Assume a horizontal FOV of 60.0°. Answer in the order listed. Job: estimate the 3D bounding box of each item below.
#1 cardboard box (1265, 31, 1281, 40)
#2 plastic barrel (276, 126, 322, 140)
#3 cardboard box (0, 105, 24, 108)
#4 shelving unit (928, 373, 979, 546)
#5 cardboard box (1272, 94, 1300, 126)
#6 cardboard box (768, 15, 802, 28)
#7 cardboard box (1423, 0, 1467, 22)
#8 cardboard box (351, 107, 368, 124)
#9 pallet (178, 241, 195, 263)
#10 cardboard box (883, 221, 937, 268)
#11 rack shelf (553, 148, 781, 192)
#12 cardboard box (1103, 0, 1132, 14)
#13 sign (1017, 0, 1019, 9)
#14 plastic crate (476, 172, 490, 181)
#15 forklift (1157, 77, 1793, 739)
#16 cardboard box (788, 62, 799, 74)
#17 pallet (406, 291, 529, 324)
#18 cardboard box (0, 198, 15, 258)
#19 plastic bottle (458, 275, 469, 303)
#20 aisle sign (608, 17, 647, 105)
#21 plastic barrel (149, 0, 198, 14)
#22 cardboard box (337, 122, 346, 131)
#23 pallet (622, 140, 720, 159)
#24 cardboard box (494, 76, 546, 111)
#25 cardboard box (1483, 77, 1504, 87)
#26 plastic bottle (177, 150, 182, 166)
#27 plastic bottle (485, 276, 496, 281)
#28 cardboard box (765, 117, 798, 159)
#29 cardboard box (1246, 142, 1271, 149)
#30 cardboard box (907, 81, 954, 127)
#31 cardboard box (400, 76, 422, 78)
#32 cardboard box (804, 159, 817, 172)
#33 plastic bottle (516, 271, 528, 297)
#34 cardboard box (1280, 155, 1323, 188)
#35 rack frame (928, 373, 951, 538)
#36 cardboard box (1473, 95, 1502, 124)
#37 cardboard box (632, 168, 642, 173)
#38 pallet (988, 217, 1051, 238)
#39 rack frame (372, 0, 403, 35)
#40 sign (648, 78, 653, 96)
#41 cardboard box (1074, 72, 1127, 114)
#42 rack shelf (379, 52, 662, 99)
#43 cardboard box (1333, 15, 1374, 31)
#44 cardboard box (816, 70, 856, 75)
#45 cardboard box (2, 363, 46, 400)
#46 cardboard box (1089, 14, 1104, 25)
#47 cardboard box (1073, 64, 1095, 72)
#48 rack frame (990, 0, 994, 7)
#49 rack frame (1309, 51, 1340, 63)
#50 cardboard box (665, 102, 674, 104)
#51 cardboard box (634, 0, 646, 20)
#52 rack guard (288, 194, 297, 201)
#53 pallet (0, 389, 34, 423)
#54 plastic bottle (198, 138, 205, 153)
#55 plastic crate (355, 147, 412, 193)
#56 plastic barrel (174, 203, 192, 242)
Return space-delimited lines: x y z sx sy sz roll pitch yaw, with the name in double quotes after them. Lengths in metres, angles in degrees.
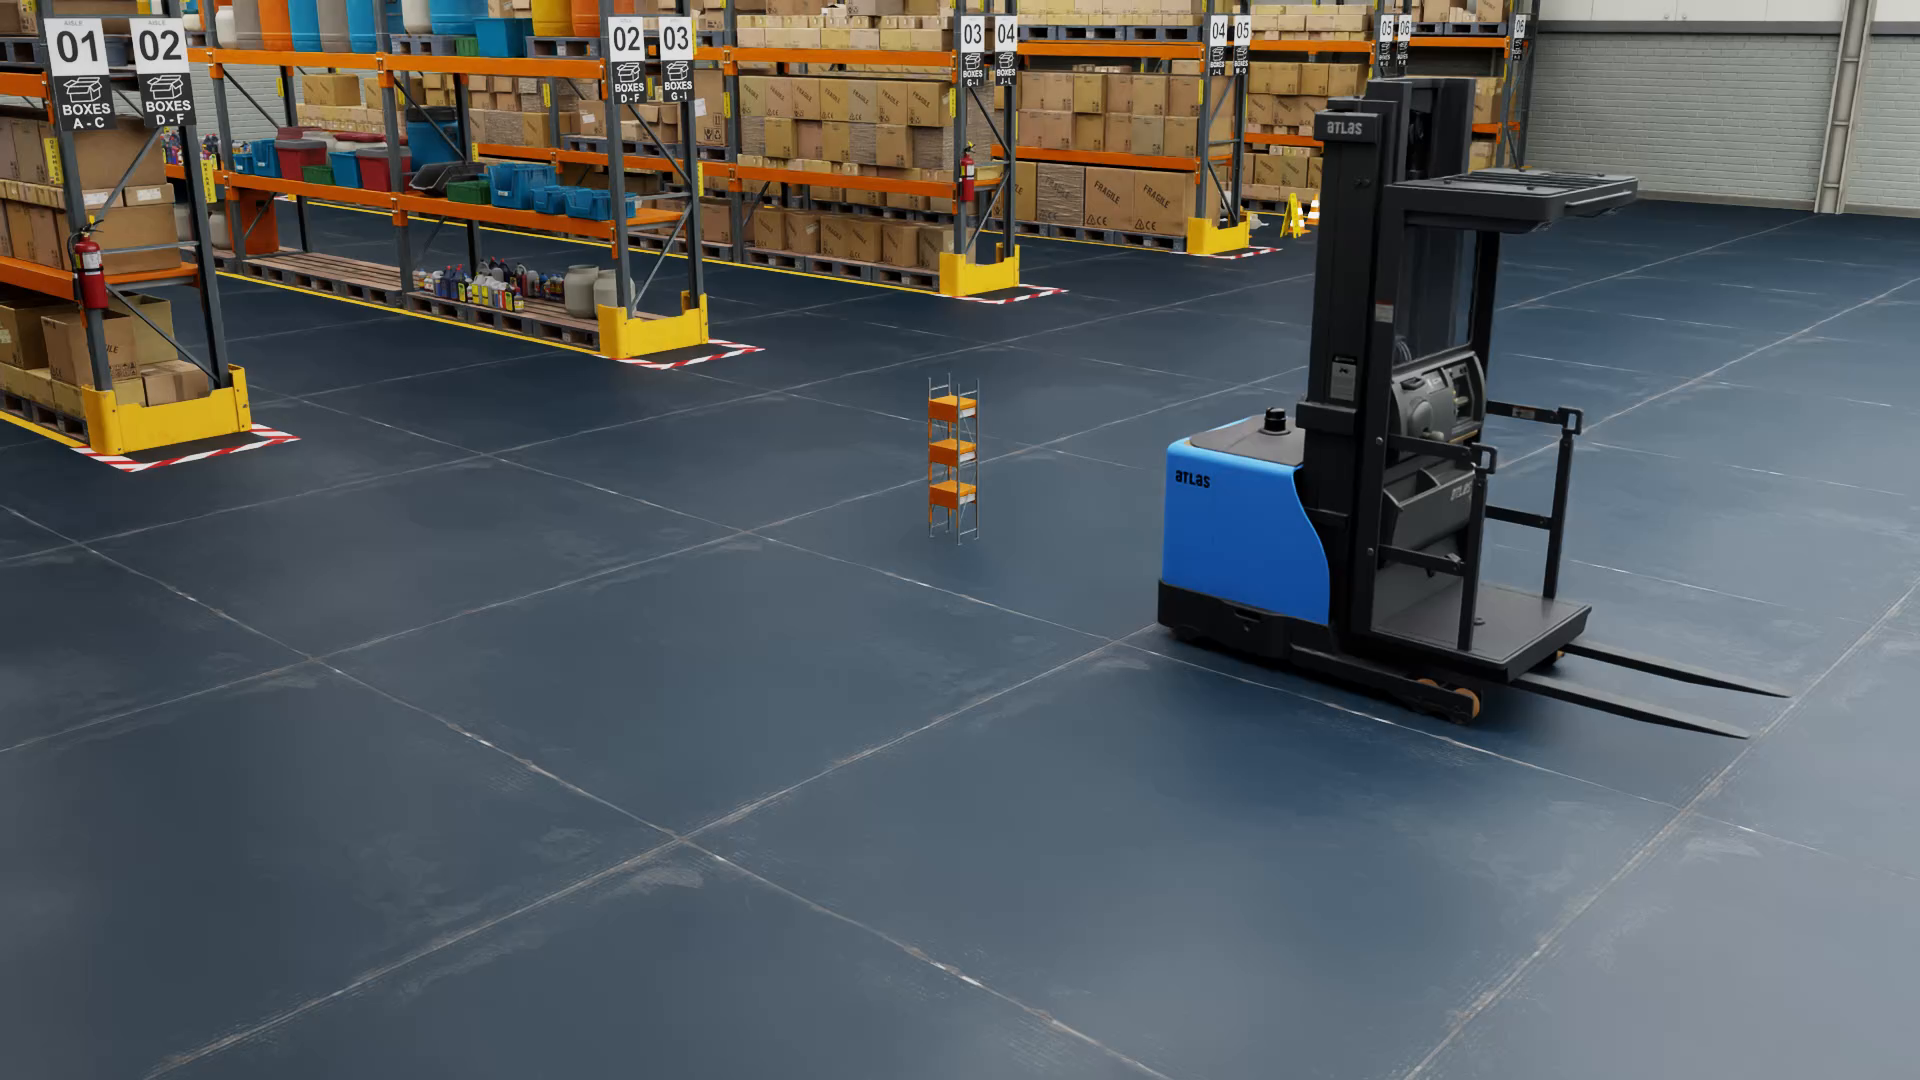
5.247 -8.339 27.476 0.250 0.149 0.380 15 23 39 "cardboard box"
-8.423 -5.006 21.293 0.708 0.536 0.600 15 23 39 "plastic barrel"
-8.555 -3.520 14.525 0.500 0.500 0.700 15 23 39 "cardboard box"
-0.040 -0.511 10.578 0.252 1.050 0.215 15 23 39 "shelving unit"
5.546 -7.161 27.651 0.500 0.500 0.500 15 23 39 "cardboard box"
-2.220 -6.599 21.167 0.250 0.149 0.380 15 23 40 "cardboard box"
8.977 -9.833 30.744 0.500 0.500 0.700 15 23 40 "cardboard box"
-9.951 -7.195 28.171 0.500 0.250 0.500 16 23 40 "cardboard box"
-10.497 -4.030 23.054 1.213 0.211 1.003 15 23 39 "pallet"
-0.626 -3.730 20.936 0.500 0.500 0.500 -11 21 -31 "cardboard box"
-4.188 -5.342 23.765 4.000 0.370 1.077 15 23 39 "rack shelf"
2.368 -7.566 23.523 0.500 0.250 0.500 15 23 39 "cardboard box"
0.660 -6.449 19.661 0.005 0.325 0.100 15 23 39 "sign"
-4.972 -3.931 18.376 0.616 0.251 0.499 15 23 39 "plastic crate"
2.515 -0.699 8.060 3.031 2.935 1.130 15 23 39 "forklift"
-3.395 -9.892 35.095 0.500 0.500 0.500 15 23 40 "cardboard box"
-5.505 -2.689 18.827 1.213 0.211 1.003 15 23 39 "pallet"
-7.779 -2.694 14.067 0.500 0.500 0.700 16 24 41 "cardboard box"
-5.414 -2.741 18.144 0.133 0.283 0.061 16 24 42 "plastic bottle"
-3.131 -4.517 15.679 0.004 0.787 0.394 15 23 39 "aisle sign"
-10.585 -7.329 22.358 0.708 0.901 0.600 15 23 39 "plastic barrel"
-10.469 -7.118 28.589 0.250 0.149 0.380 14 23 38 "cardboard box"
-4.176 -5.607 23.727 1.213 0.211 1.003 15 23 39 "pallet"
-6.705 -6.894 25.643 0.637 0.503 0.797 16 23 40 "cardboard box"
9.762 -8.369 30.384 0.250 0.149 0.380 15 23 39 "cardboard box"
-10.314 -5.066 22.036 0.097 0.201 0.097 0 18 0 "plastic bottle"
-5.113 -2.733 18.132 0.135 0.276 0.152 15 23 39 "plastic bottle"
-2.046 -5.260 21.661 0.500 0.500 0.875 15 23 39 "cardboard box"
6.205 -7.977 34.111 0.625 0.625 0.875 15 23 39 "cardboard box"
-0.276 -5.200 19.821 0.500 0.500 0.500 15 23 39 "cardboard box"
-9.227 -7.572 28.119 0.500 0.500 0.500 15 23 39 "cardboard box"
-1.780 -4.807 21.305 0.250 0.149 0.380 15 23 39 "cardboard box"
-4.873 -2.852 18.495 0.133 0.283 0.061 15 23 39 "plastic bottle"
5.713 -6.175 27.813 0.500 0.500 0.500 16 24 41 "cardboard box"
-0.131 -0.536 10.655 0.008 1.050 0.200 15 23 39 "rack frame"
9.627 -7.933 30.575 0.500 0.500 0.500 14 23 38 "cardboard box"
-5.965 -7.017 31.382 0.250 0.149 0.380 14 22 37 "cardboard box"
1.193 -4.885 25.748 1.213 0.211 1.003 15 23 39 "pallet"
-5.980 -7.022 17.953 0.127 3.000 1.000 15 23 39 "rack frame"
-5.662 -8.280 30.402 0.005 0.325 0.100 15 23 39 "sign"
2.132 -6.561 24.385 0.500 0.550 0.875 15 23 39 "cardboard box"
-4.484 -4.848 17.250 4.000 0.370 1.077 15 23 39 "rack shelf"
6.316 -8.264 26.581 0.500 0.250 0.500 15 23 39 "cardboard box"
-1.987 -7.620 27.936 0.500 0.500 0.700 15 23 39 "cardboard box"
-7.633 -1.367 13.904 0.500 0.250 0.500 15 23 39 "cardboard box"
2.054 -7.436 23.772 0.250 0.149 0.380 15 23 40 "cardboard box"
2.305 -8.762 30.931 0.250 0.149 0.380 14 22 37 "cardboard box"
0.894 -11.188 31.079 0.127 3.000 1.000 15 23 39 "rack frame"
7.178 -8.649 32.997 0.127 3.000 1.000 15 23 39 "rack frame"
-5.123 -7.979 30.114 0.250 0.149 0.380 14 23 38 "cardboard box"
-4.745 -7.447 23.260 0.500 0.500 0.500 14 22 38 "cardboard box"
-11.685 -6.506 30.376 0.348 0.500 1.175 15 23 39 "rack guard"
-7.787 -1.299 14.448 1.213 0.211 1.003 15 23 39 "pallet"
-10.529 -5.455 23.139 0.135 0.276 0.152 15 23 39 "plastic bottle"
-6.545 -4.221 18.939 0.583 0.464 0.402 15 23 39 "plastic crate"
-10.675 -4.394 23.009 0.421 0.512 0.421 0 18 0 "plastic barrel"
